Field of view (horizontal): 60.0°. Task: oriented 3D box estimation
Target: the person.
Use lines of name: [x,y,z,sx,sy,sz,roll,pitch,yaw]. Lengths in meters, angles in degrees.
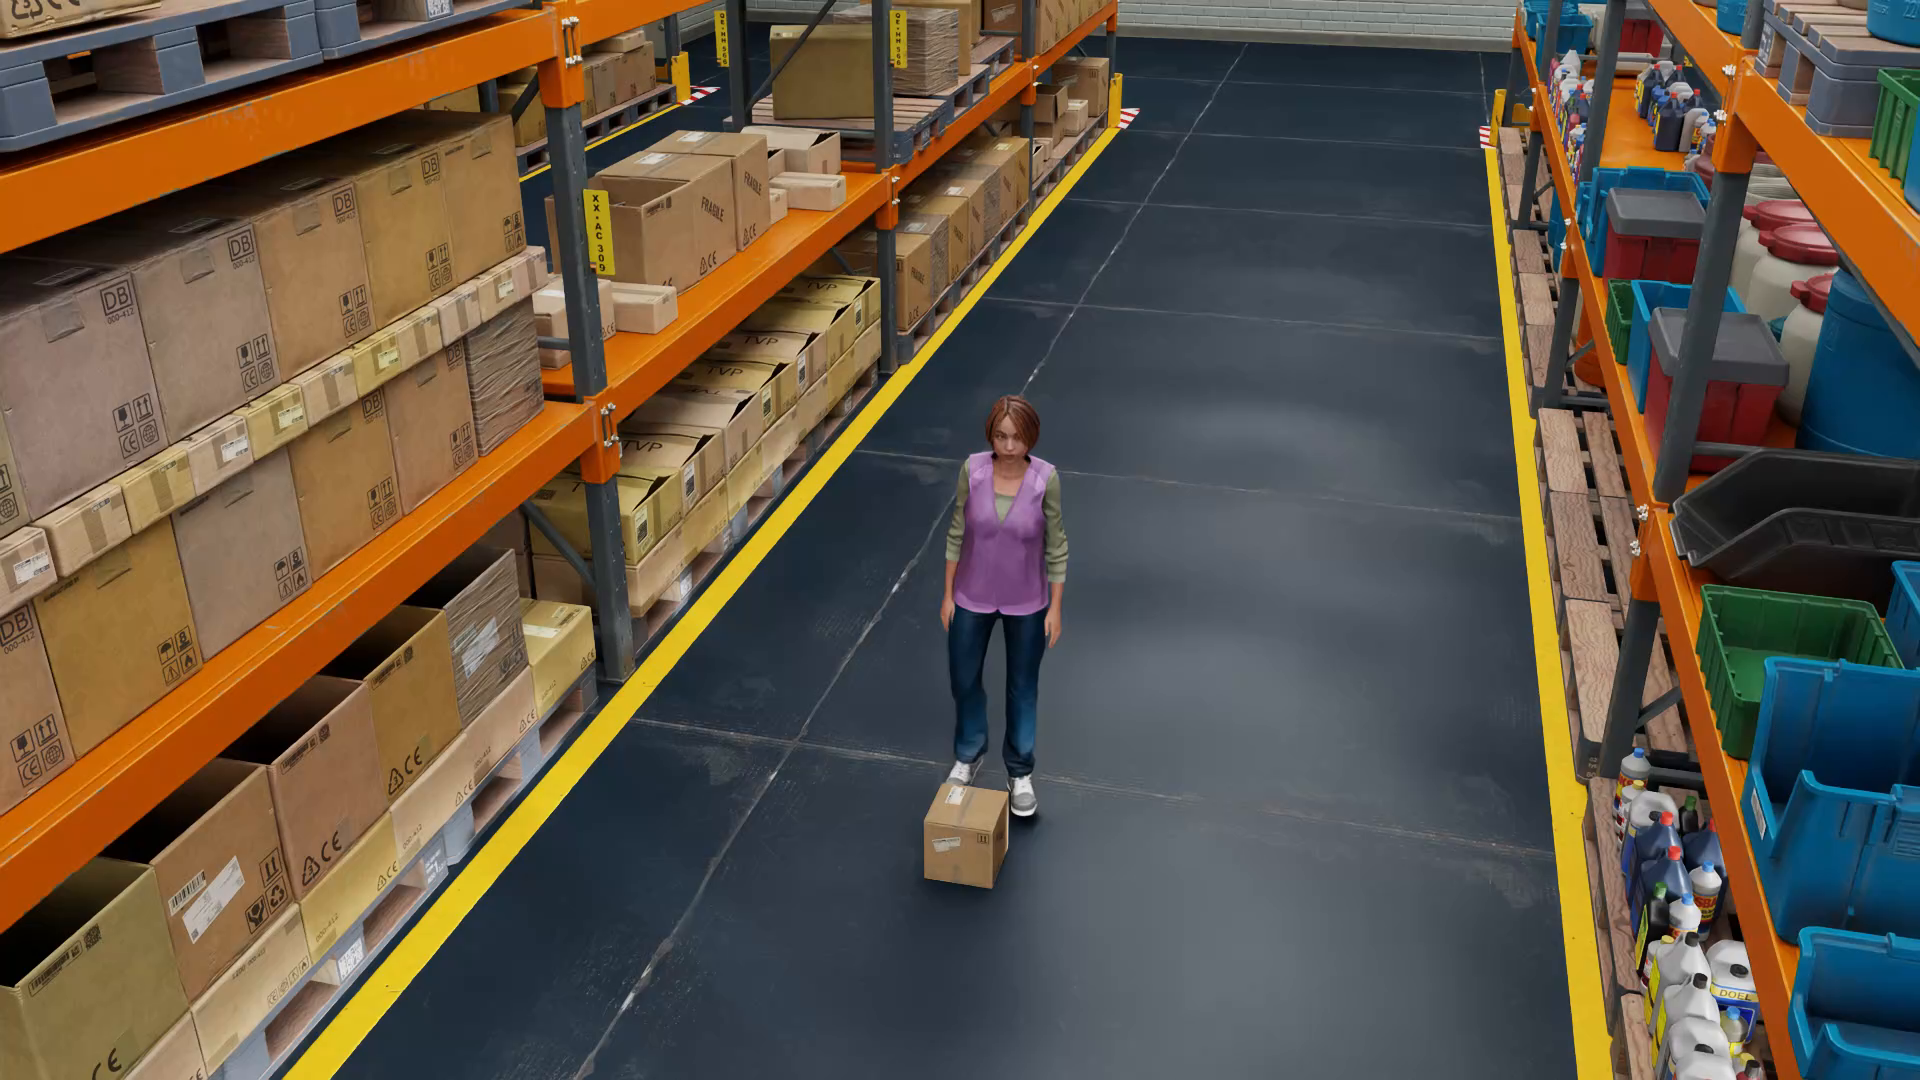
person: [0.157,0.268,6.063,0.464,1.621,0.373,2,26,5]
